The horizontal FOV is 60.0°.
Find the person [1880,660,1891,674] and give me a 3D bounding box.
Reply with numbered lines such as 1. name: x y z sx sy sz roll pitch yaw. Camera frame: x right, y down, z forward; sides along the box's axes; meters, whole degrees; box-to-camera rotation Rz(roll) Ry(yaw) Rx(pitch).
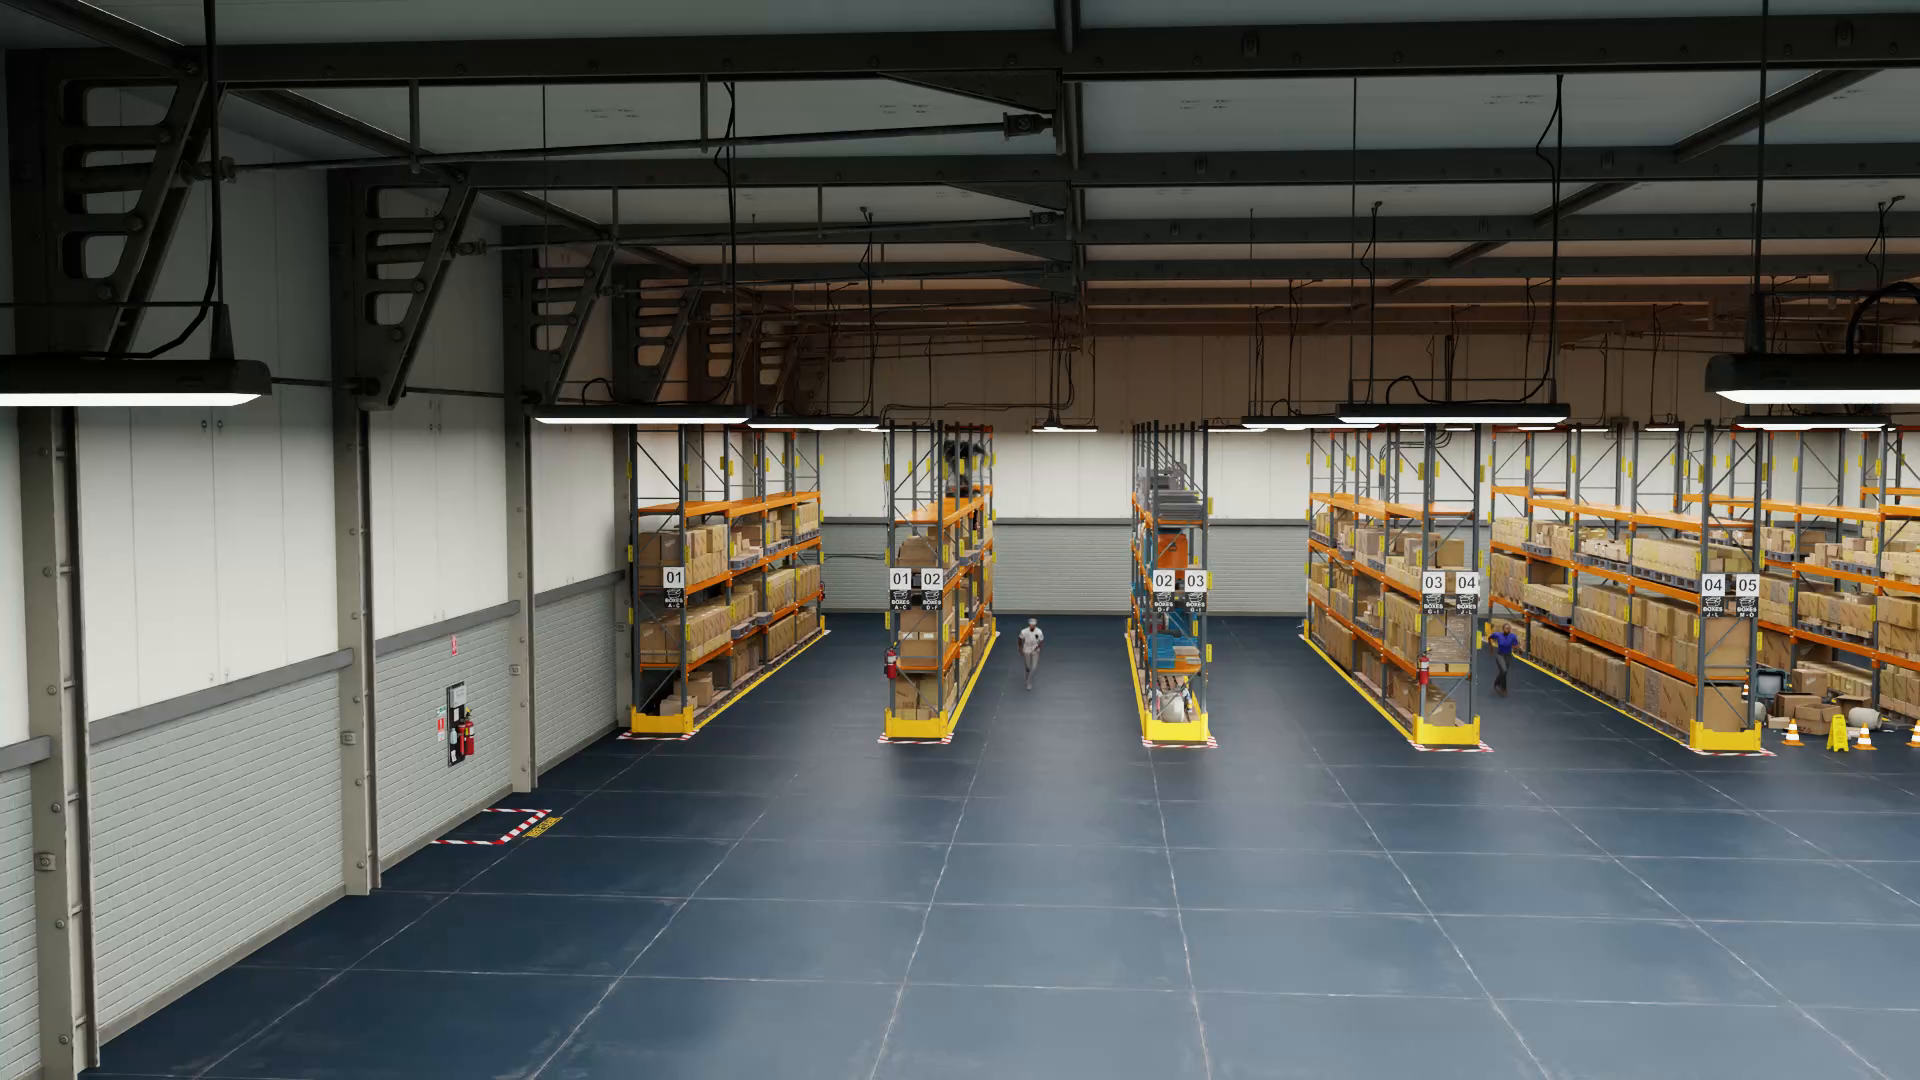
1. person: 21.264 2.459 38.147 0.708 1.764 0.824 0 4 -5

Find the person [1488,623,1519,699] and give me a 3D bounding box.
1. person: 11.881 2.620 36.399 0.573 1.660 0.909 0 4 -4

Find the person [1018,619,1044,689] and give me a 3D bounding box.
1. person: 1.606 2.561 37.568 0.563 1.618 0.697 0 4 -6
